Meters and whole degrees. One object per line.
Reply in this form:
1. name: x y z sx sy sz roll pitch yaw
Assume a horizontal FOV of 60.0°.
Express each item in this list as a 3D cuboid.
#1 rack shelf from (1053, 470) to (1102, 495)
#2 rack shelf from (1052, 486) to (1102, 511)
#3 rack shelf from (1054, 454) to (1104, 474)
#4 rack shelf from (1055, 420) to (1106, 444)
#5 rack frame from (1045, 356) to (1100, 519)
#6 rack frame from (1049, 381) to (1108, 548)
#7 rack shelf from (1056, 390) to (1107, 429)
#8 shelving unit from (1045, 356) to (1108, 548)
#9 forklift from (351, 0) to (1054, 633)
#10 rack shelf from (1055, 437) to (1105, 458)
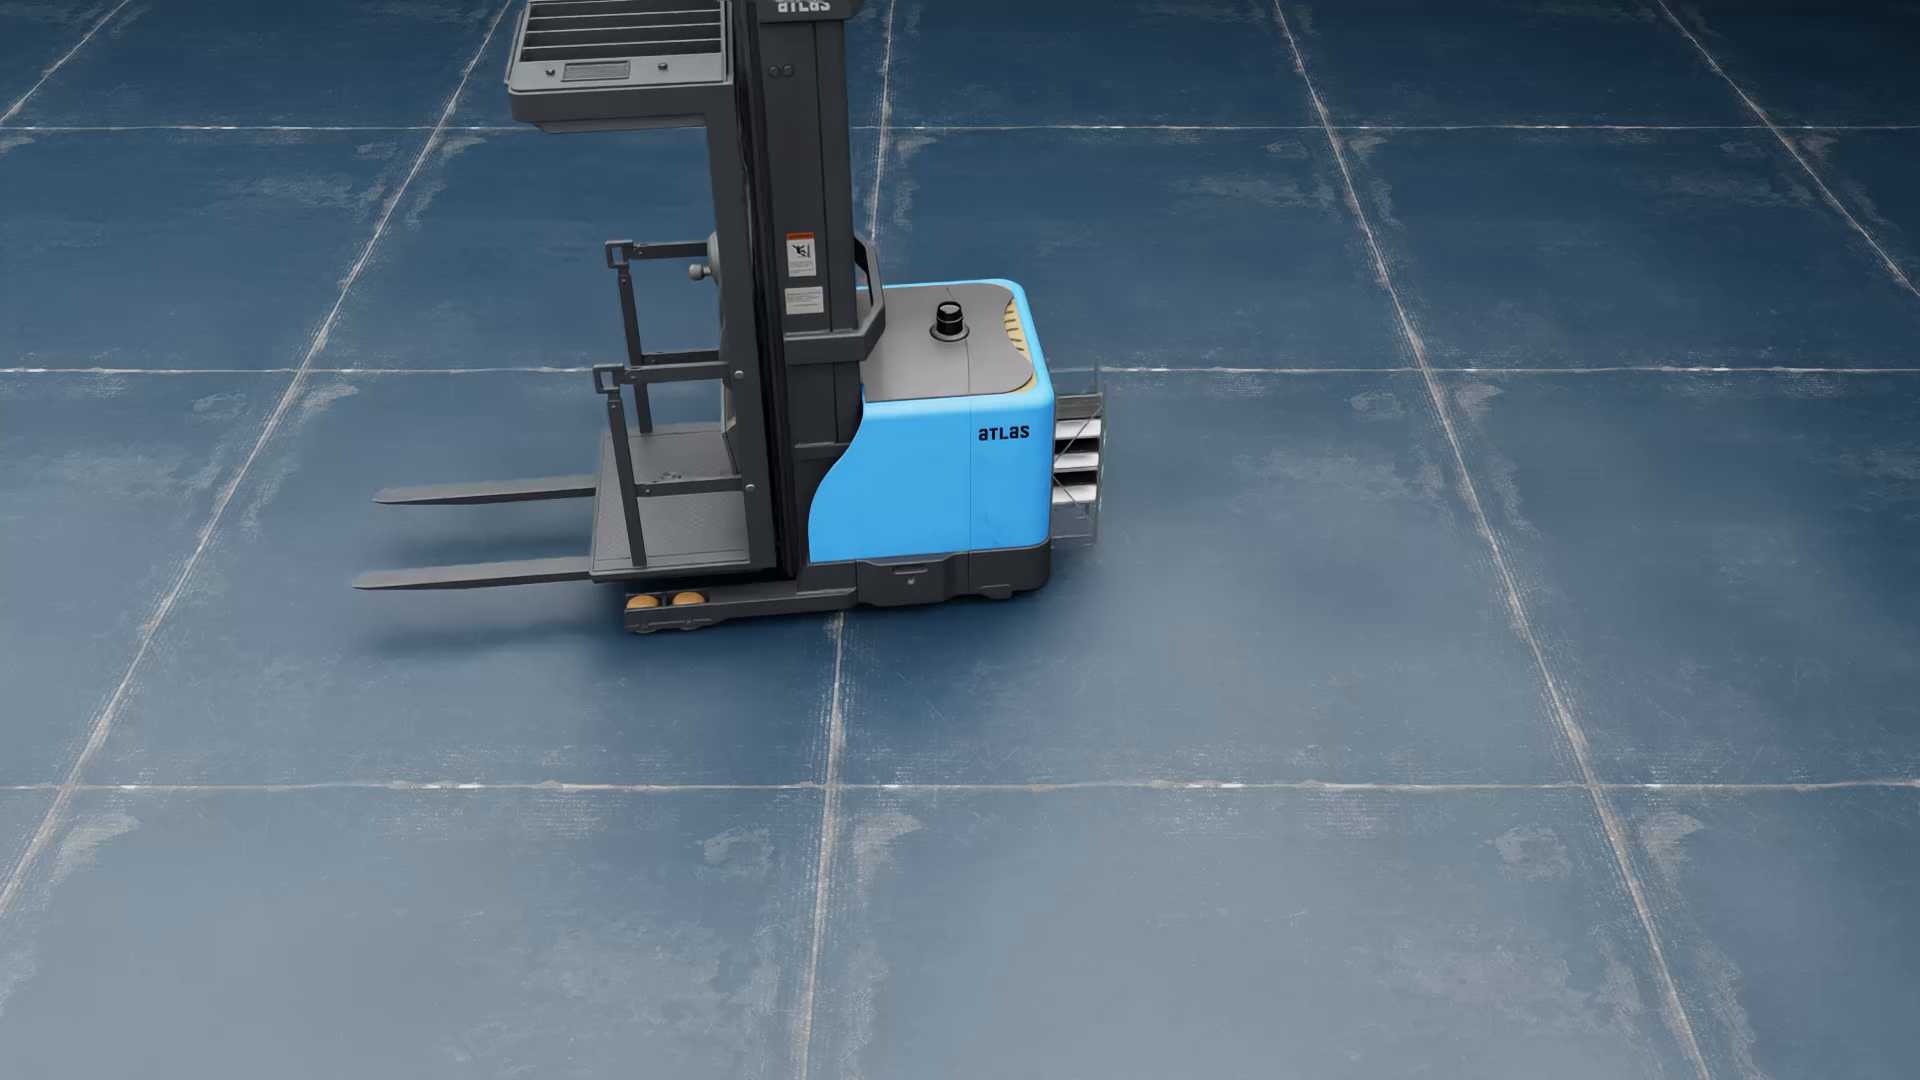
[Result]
1. rack shelf: 0.505 -0.288 7.587 0.258 0.077 0.200 -4 39 -5
2. rack shelf: 0.505 -0.218 7.643 0.258 0.077 0.200 -4 39 -5
3. rack shelf: 0.506 -0.358 7.530 0.258 0.077 0.200 -4 39 -5
4. rack shelf: 0.506 -0.499 7.418 0.258 0.077 0.200 -4 39 -5
5. rack frame: 0.494 -0.448 7.588 0.240 0.900 0.006 -4 39 -5
6. rack frame: 0.518 -0.321 7.431 0.240 0.900 0.006 -4 39 -5
7. rack shelf: 0.506 -0.569 7.362 0.258 0.077 0.200 -4 39 -5
8. shelving unit: 0.506 -0.384 7.509 0.258 0.900 0.210 -4 39 -5
9. forklift: -1.153 -1.089 6.765 3.031 2.935 1.130 -4 39 -5
10. rack shelf: 0.506 -0.429 7.474 0.258 0.077 0.200 -4 39 -5
